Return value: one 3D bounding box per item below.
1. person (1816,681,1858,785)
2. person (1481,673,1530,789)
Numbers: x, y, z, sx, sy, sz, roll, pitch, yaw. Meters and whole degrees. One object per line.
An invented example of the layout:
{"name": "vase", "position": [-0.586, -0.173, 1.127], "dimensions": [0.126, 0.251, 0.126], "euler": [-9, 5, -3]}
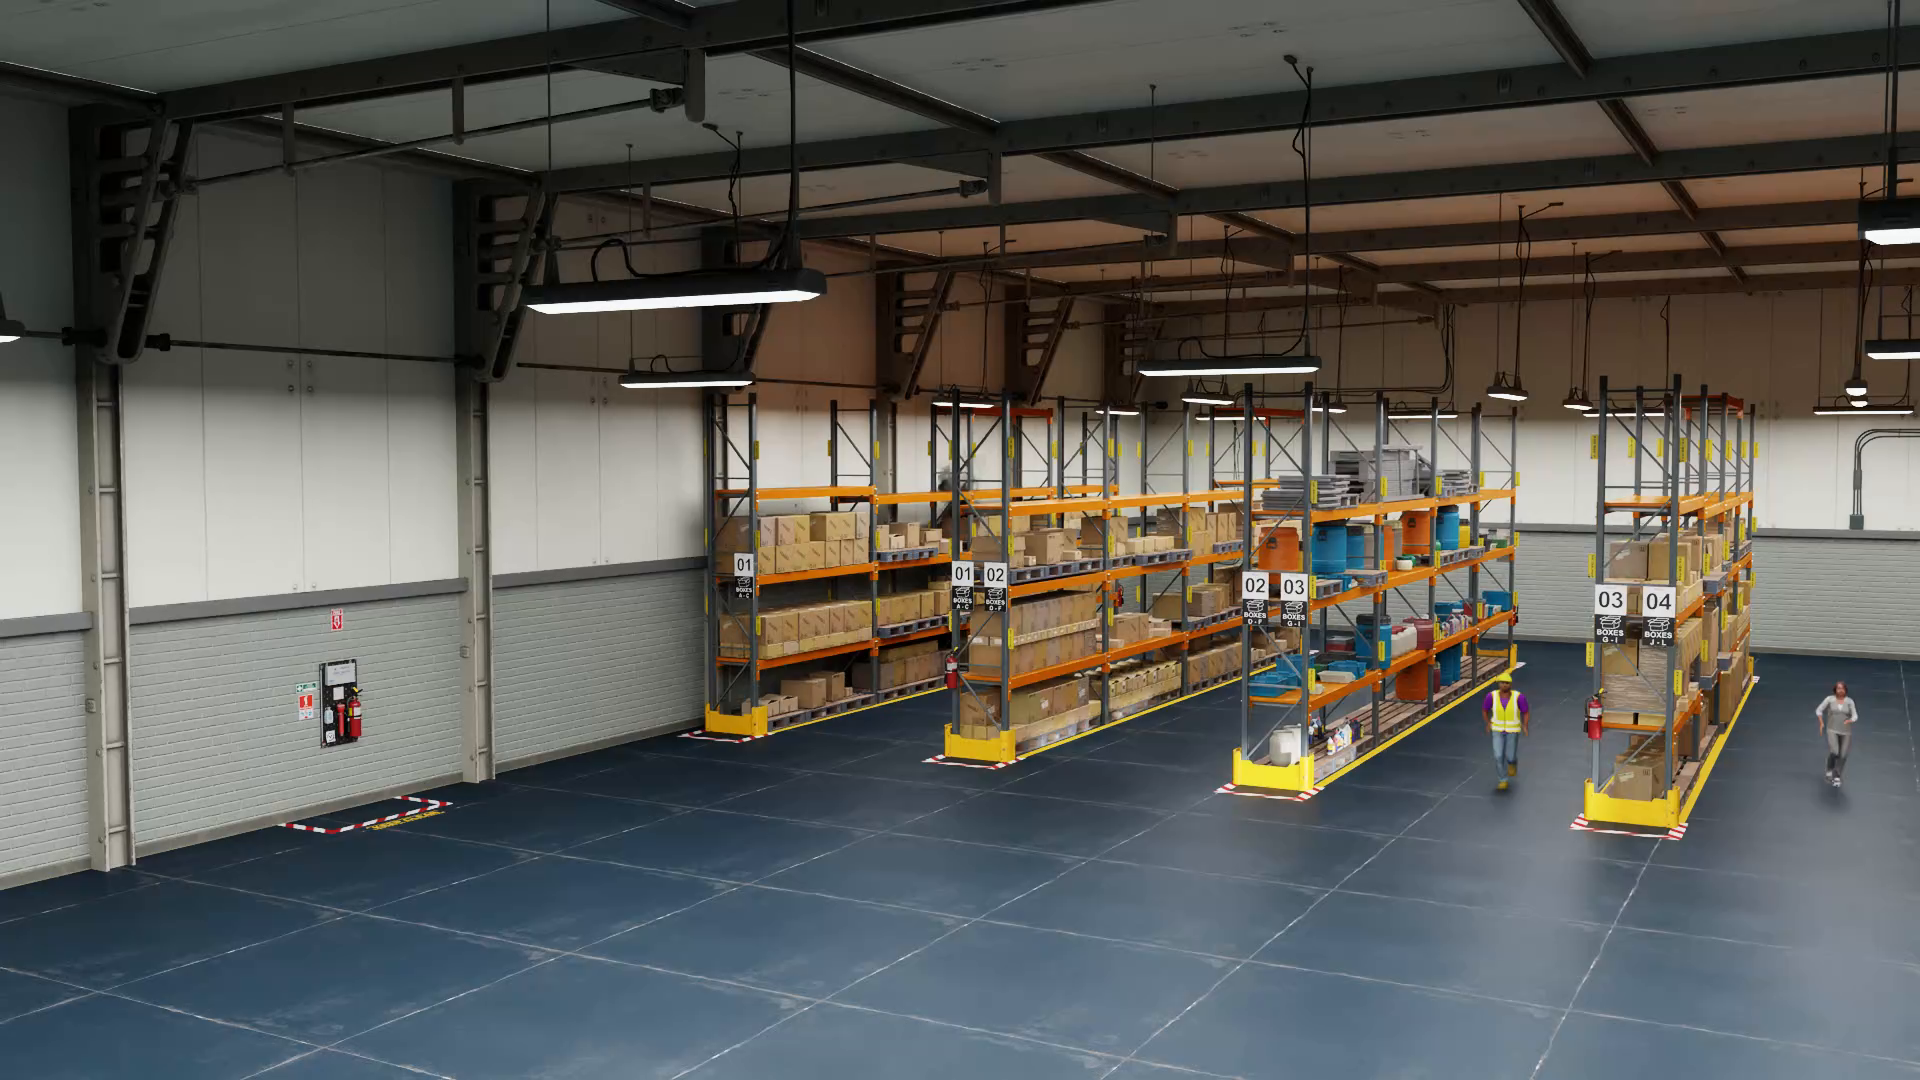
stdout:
{"name": "person", "position": [13.026, 2.878, 24.670], "dimensions": [0.522, 1.564, 0.591], "euler": [1, 3, 17]}
{"name": "person", "position": [8.098, 2.817, 24.704], "dimensions": [0.682, 1.712, 0.623], "euler": [1, 3, 22]}
